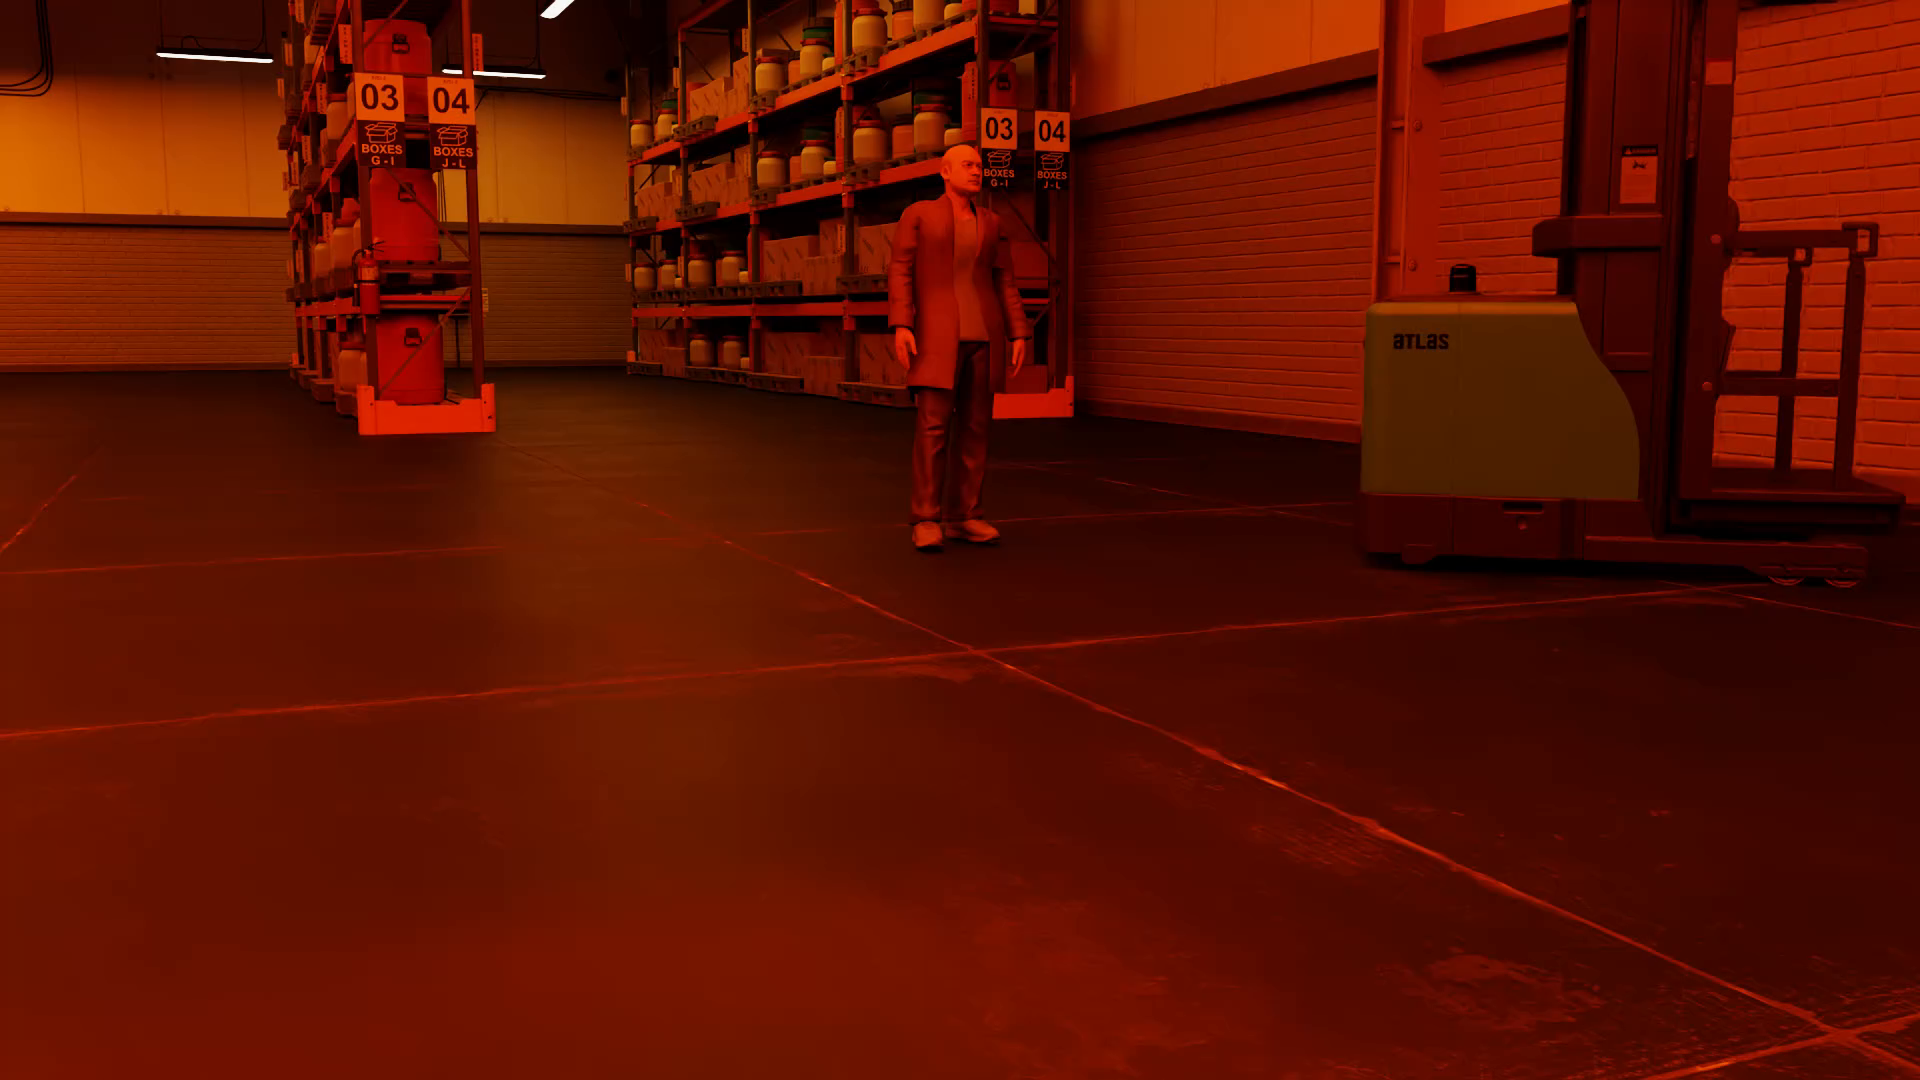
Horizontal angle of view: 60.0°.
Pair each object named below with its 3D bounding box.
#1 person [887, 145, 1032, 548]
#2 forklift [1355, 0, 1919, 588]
[{"bbox_3d":[0.033,-0.877,7.452,0.698,1.777,0.579,-3,8,-23],"label":"person"},{"bbox_3d":[3.195,-1.349,6.674,3.031,2.935,1.130,2,8,14],"label":"forklift"}]
